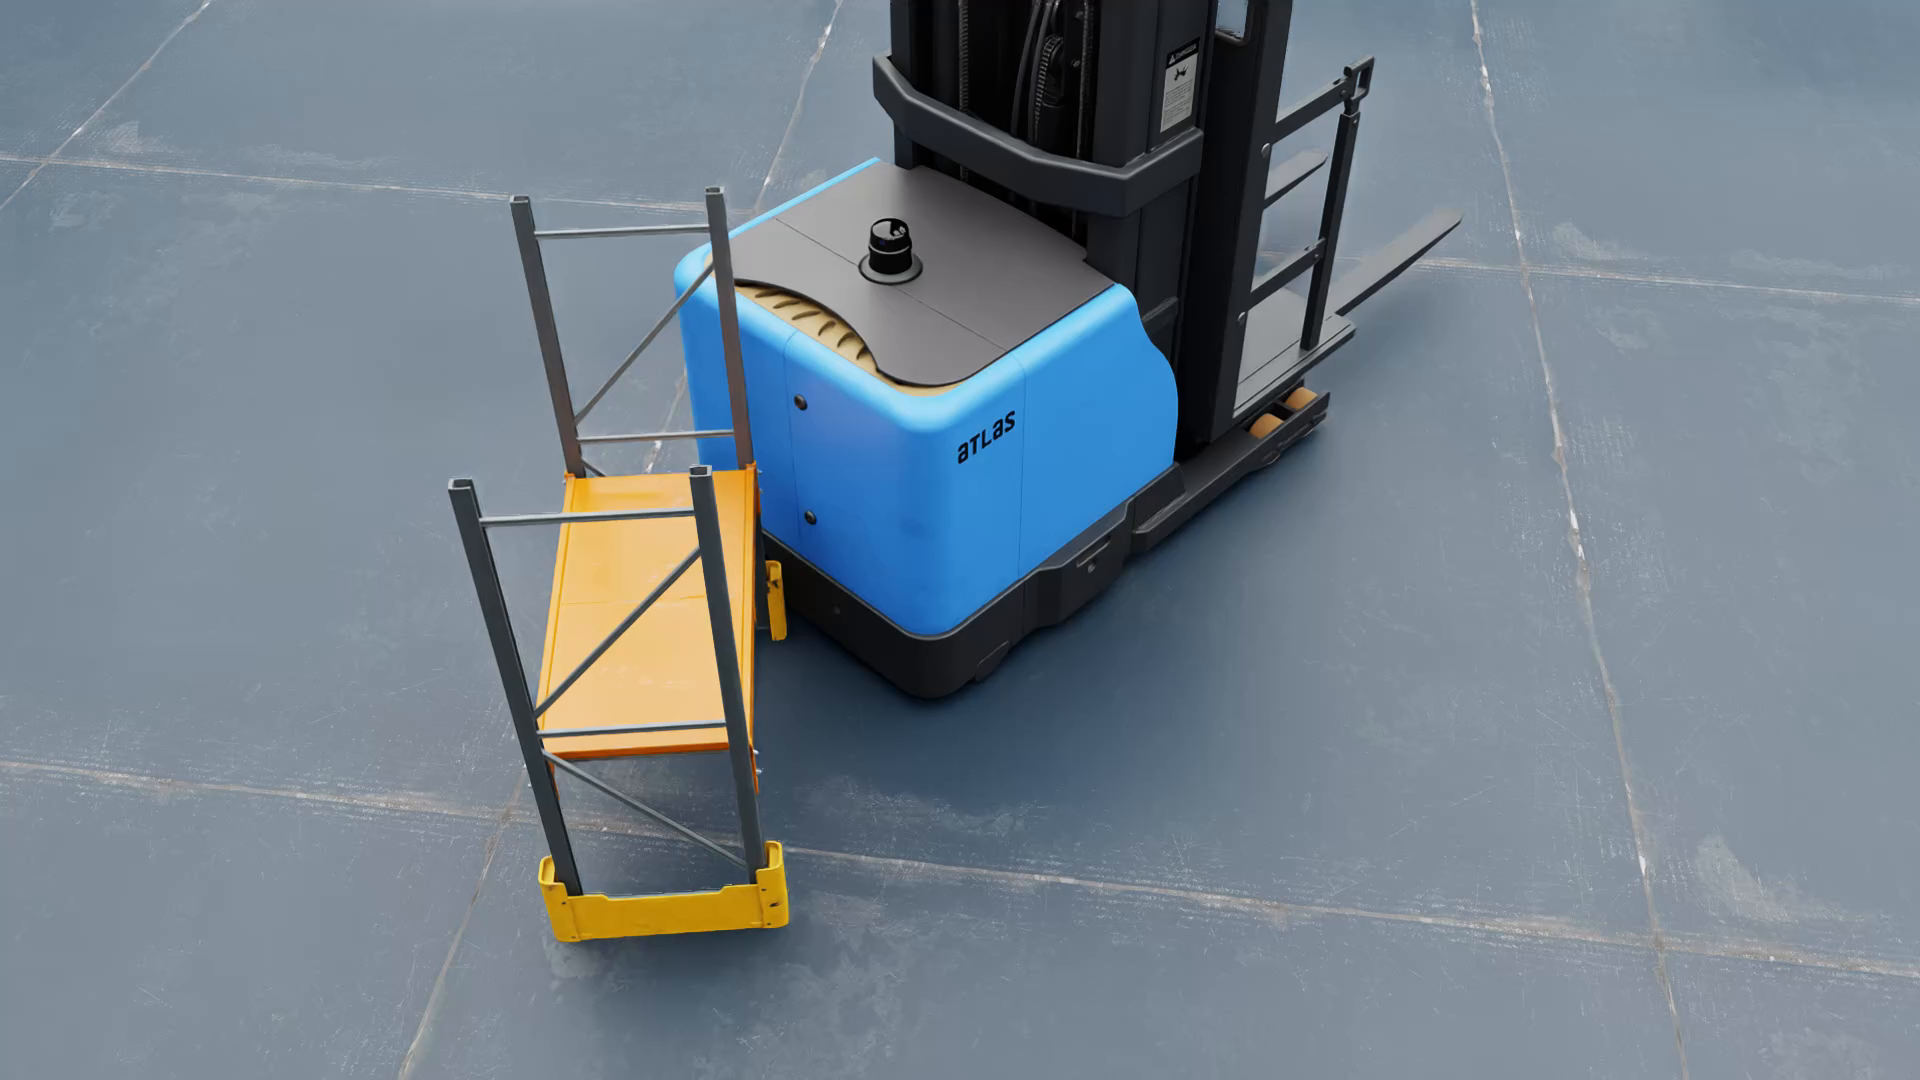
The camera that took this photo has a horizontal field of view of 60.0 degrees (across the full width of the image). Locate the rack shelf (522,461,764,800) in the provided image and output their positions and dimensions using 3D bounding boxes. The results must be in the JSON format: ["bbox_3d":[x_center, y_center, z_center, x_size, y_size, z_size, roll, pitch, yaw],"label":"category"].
[{"bbox_3d":[-0.770,0.206,4.203,0.538,0.185,1.000,-3,44,-3],"label":"rack shelf"}]

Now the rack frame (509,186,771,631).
[{"bbox_3d":[-0.811,-0.273,4.447,0.500,1.500,0.032,-3,44,-3],"label":"rack frame"}]

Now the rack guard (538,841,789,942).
[{"bbox_3d":[-0.729,0.877,4.142,0.587,0.250,0.087,-3,44,-3],"label":"rack guard"}]

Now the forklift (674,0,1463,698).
[{"bbox_3d":[0.593,-1.536,4.740,1.130,2.935,3.031,34,53,30],"label":"forklift"}]

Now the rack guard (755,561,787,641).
[{"bbox_3d":[-0.809,0.194,4.863,0.587,0.250,0.087,-3,44,-3],"label":"rack guard"}]

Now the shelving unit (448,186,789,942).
[{"bbox_3d":[-0.769,0.082,4.073,0.587,1.500,1.083,-3,44,-3],"label":"shelving unit"}]

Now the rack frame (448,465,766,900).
[{"bbox_3d":[-0.729,0.424,3.712,0.500,1.500,0.032,-3,44,-3],"label":"rack frame"}]
